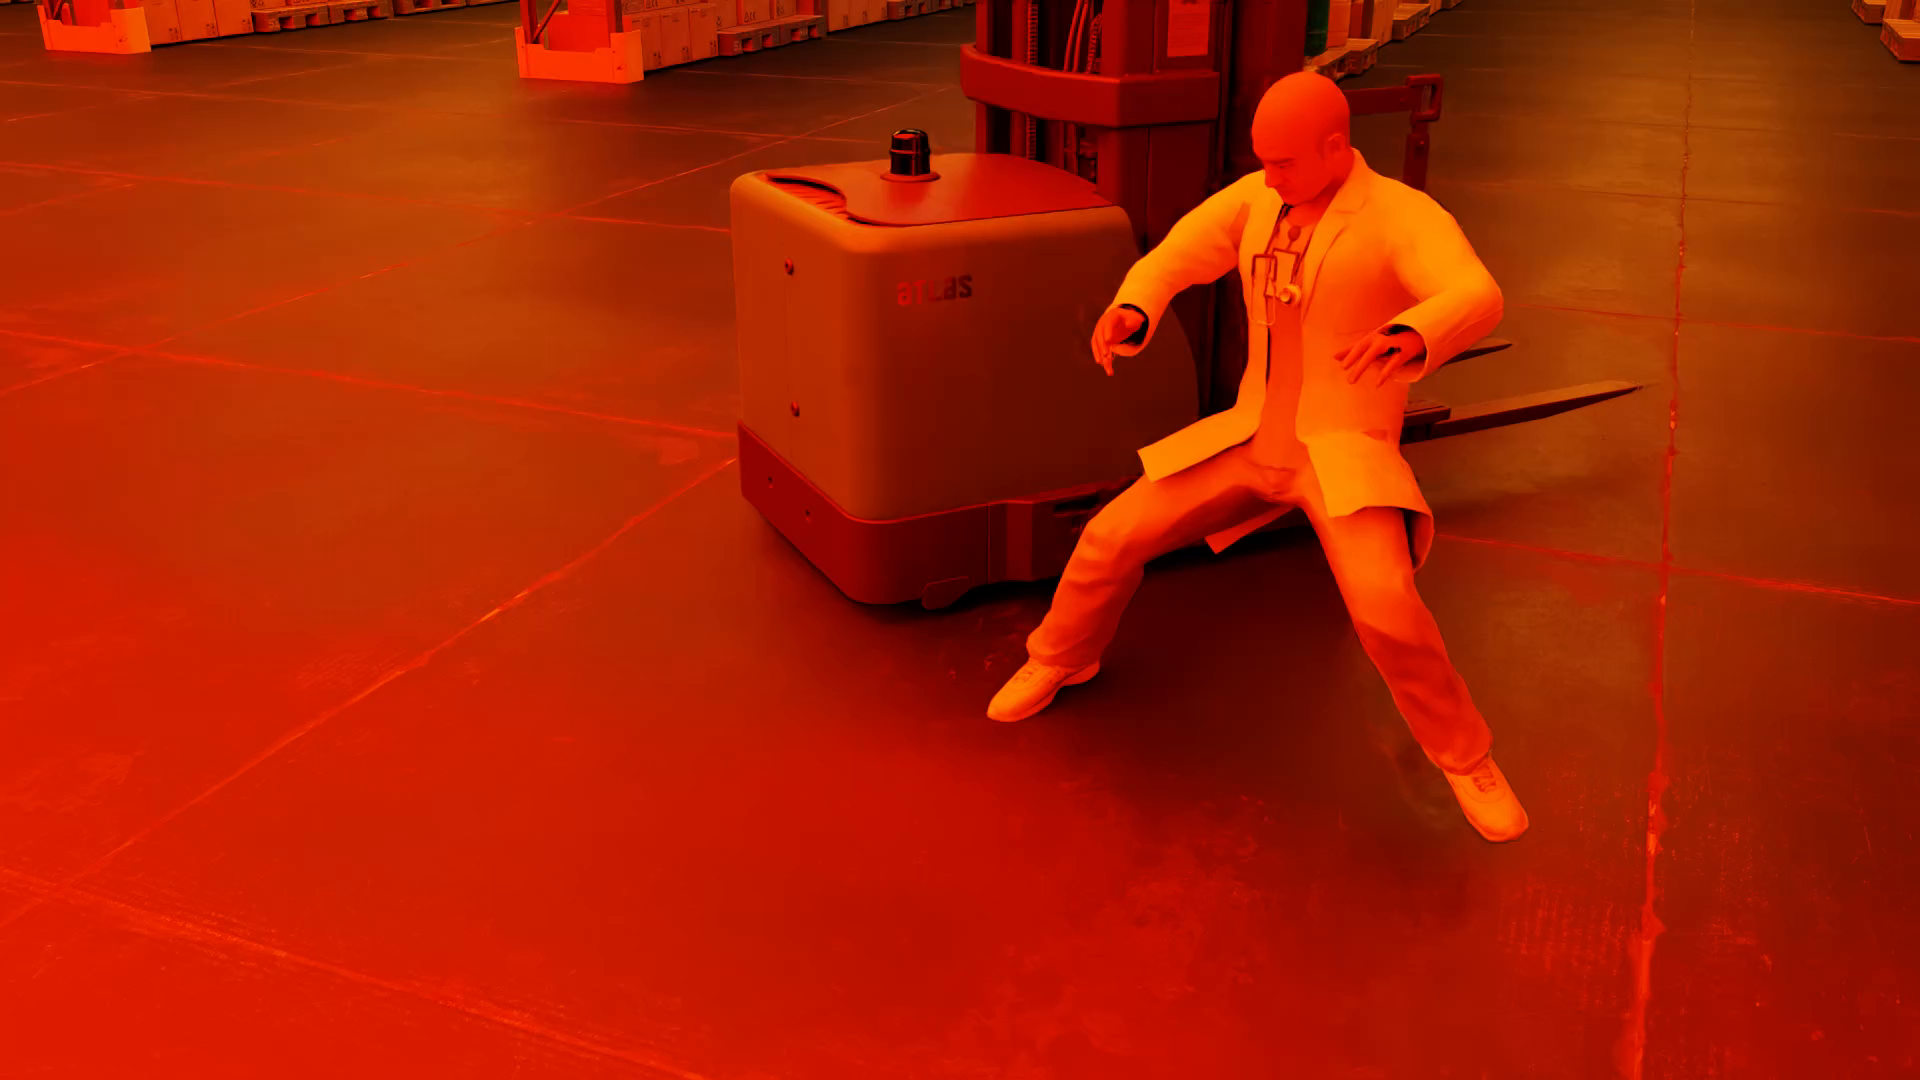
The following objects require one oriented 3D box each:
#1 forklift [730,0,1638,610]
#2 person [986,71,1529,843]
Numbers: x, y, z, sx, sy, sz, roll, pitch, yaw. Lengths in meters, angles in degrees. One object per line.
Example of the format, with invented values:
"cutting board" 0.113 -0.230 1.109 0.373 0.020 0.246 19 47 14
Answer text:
"forklift" 0.861 -1.537 4.970 3.031 2.935 1.130 -11 25 -24
"person" 0.676 -0.186 3.552 0.702 1.558 1.250 -17 28 -35
